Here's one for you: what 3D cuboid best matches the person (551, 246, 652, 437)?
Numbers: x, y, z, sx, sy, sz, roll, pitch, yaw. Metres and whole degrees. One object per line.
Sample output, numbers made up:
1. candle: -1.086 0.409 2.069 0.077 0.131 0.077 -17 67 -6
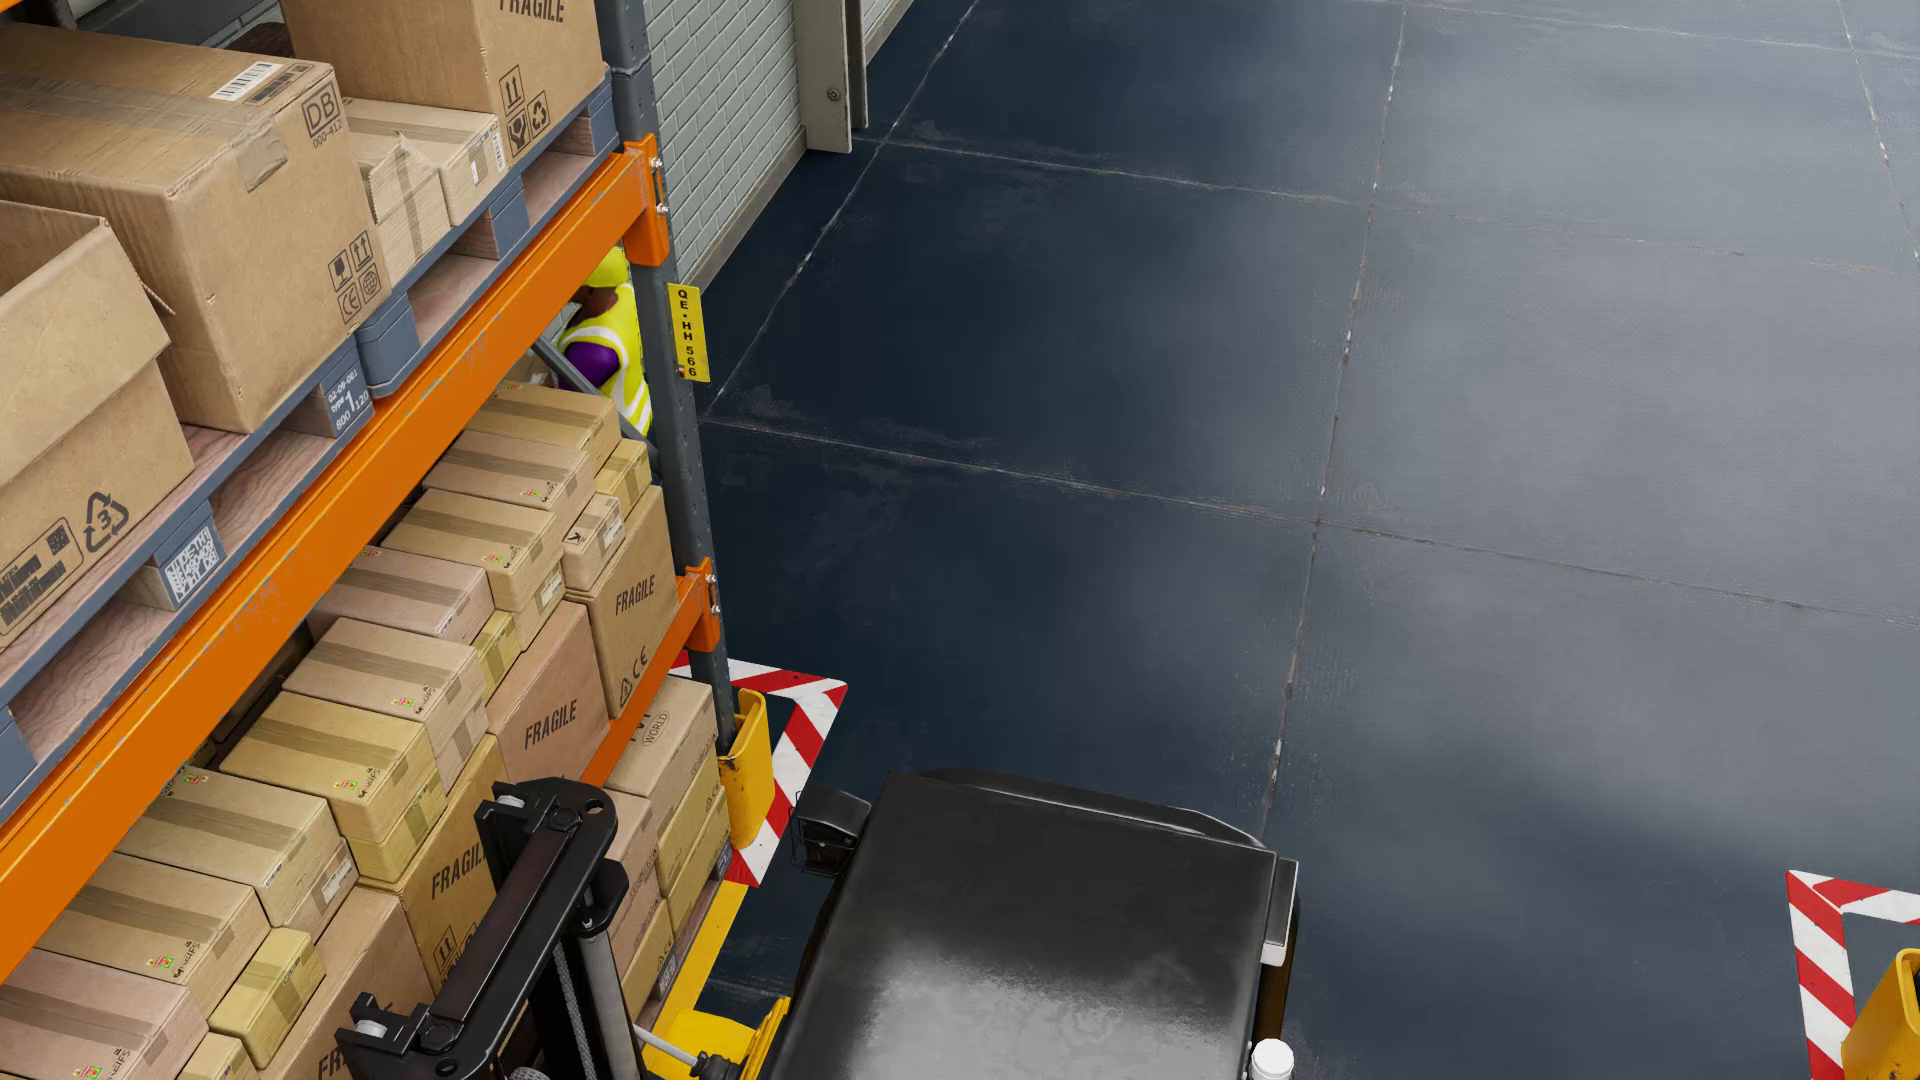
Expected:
1. person: -1.501 -0.448 6.659 0.575 1.767 0.510 4 41 5
